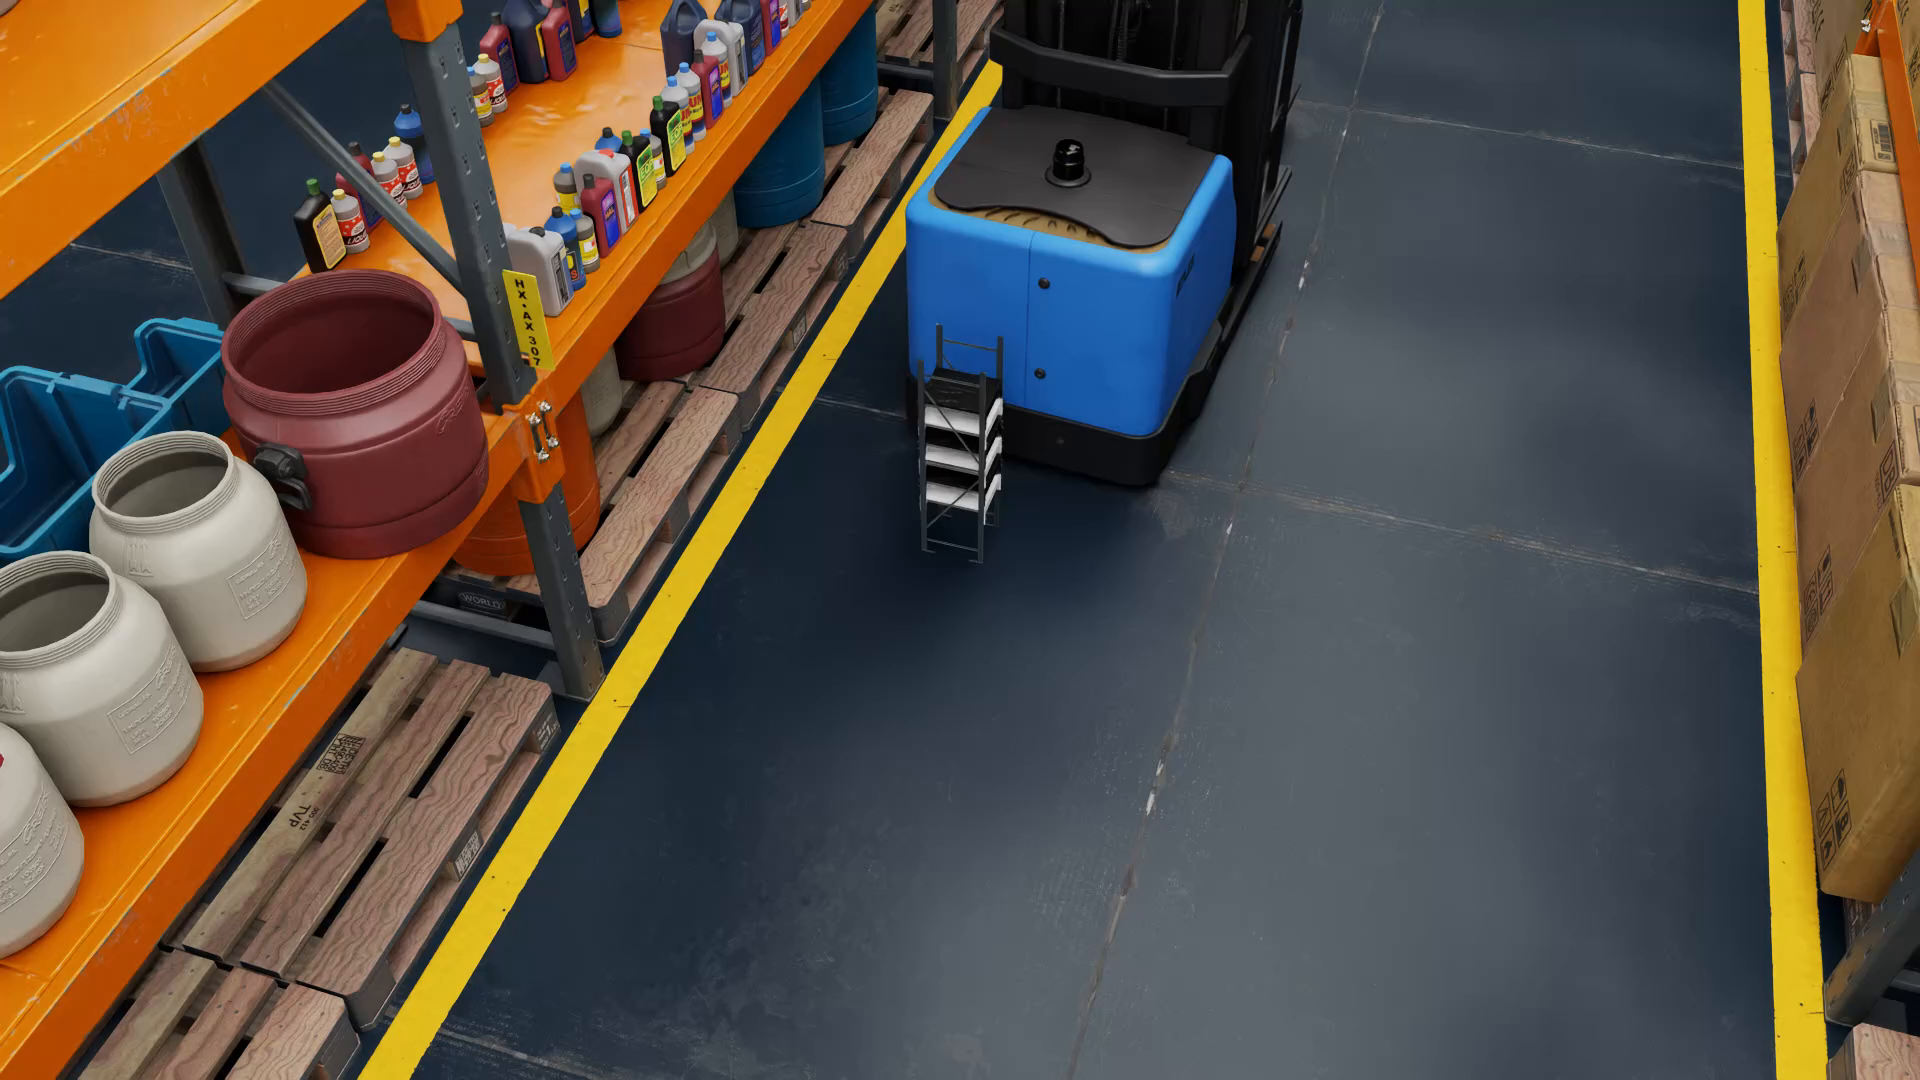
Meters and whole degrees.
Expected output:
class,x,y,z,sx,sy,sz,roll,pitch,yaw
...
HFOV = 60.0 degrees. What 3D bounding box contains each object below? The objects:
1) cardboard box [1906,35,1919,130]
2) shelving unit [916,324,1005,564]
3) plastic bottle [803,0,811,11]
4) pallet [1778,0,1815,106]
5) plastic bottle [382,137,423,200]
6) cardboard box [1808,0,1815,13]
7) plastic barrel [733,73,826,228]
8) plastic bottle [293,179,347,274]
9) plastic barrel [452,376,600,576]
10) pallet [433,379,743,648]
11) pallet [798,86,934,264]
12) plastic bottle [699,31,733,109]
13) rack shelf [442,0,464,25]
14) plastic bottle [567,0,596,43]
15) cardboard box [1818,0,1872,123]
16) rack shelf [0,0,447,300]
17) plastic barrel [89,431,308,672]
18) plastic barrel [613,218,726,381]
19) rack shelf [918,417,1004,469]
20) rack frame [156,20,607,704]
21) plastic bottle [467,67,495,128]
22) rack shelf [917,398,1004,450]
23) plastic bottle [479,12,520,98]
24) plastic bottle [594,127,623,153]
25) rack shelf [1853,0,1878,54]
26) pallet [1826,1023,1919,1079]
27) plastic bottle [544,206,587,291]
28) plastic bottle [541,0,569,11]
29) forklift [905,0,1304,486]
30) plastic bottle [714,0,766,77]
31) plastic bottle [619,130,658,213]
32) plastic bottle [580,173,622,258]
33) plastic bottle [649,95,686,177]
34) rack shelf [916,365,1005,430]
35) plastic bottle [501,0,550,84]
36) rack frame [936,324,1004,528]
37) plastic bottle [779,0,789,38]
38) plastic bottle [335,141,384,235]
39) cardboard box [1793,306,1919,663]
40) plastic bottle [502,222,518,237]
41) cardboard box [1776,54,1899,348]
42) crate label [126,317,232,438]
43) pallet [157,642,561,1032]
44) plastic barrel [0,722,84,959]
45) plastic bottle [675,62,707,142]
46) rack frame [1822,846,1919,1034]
class,x,y,z,sx,sy,sz,roll,pitch,yaw
cardboard box,3.683,-1.722,5.794,0.500,0.500,0.500,13,46,13
shelving unit,0.002,-0.327,5.941,0.258,0.900,0.210,13,46,12
plastic bottle,-0.633,-2.170,6.465,0.097,0.201,0.097,0,44,0
pallet,4.885,-2.585,8.741,1.003,0.211,1.213,13,46,12
plastic bottle,-1.852,-1.239,5.514,0.097,0.201,0.097,0,44,0
cardboard box,5.030,-3.282,8.679,0.875,0.875,0.875,13,46,13
plastic barrel,-0.904,-1.894,7.241,0.600,0.901,0.708,13,46,13
plastic bottle,-2.004,-0.977,5.187,0.061,0.283,0.133,13,46,13
plastic barrel,-1.588,-0.363,5.727,0.600,0.830,0.708,13,46,13
pallet,-1.521,-0.196,6.299,1.003,0.211,1.213,13,46,13
pallet,-0.782,-1.823,7.962,1.003,0.211,1.213,13,46,13
plastic bottle,-0.870,-1.674,5.908,0.097,0.271,0.097,0,44,0
rack shelf,-1.114,-2.807,5.343,1.077,0.370,4.000,13,46,13
plastic bottle,-1.473,-2.072,6.258,0.144,0.351,0.185,13,46,13
cardboard box,4.488,-2.089,7.459,0.875,0.875,0.875,13,46,13
rack shelf,-2.325,-0.140,2.618,1.077,0.370,4.000,13,46,13
plastic barrel,-1.828,0.033,3.992,0.421,0.512,0.421,0,44,0
plastic barrel,-1.246,-1.029,6.581,0.600,0.588,0.708,13,46,13
rack shelf,0.002,-0.368,5.901,0.258,0.077,0.200,13,46,12
rack frame,-1.720,-0.658,4.778,1.000,3.000,0.127,13,46,13
plastic bottle,-1.705,-1.564,5.845,0.097,0.201,0.097,0,44,0
rack shelf,0.002,-0.432,5.838,0.258,0.077,0.200,13,46,12
plastic bottle,-1.658,-1.739,5.965,0.061,0.283,0.133,13,46,13
plastic bottle,-1.137,-1.225,5.449,0.097,0.271,0.097,0,44,0
rack shelf,4.818,-3.352,8.045,1.077,0.370,4.000,13,46,13
pallet,2.763,1.908,4.149,1.003,0.211,1.213,13,46,13
plastic bottle,-1.219,-0.904,5.121,0.097,0.271,0.097,0,44,0
plastic bottle,-1.503,-1.938,6.169,0.061,0.283,0.133,13,46,13
forklift,0.811,-2.298,6.503,1.130,2.935,3.031,16,47,16
plastic bottle,-0.808,-1.891,6.073,0.144,0.351,0.185,13,46,13
plastic bottle,-1.056,-1.225,5.440,0.061,0.283,0.133,13,46,13
plastic bottle,-1.137,-1.046,5.258,0.061,0.283,0.133,13,46,13
plastic bottle,-0.986,-1.379,5.597,0.061,0.283,0.133,13,46,13
rack shelf,0.002,-0.496,5.775,0.258,0.077,0.200,13,46,12
plastic bottle,-1.570,-1.860,6.041,0.144,0.351,0.185,13,46,13
rack frame,0.033,-0.395,6.010,0.240,0.900,0.006,13,46,12
plastic bottle,-0.703,-2.015,6.307,0.097,0.201,0.097,0,44,0
plastic bottle,-1.934,-1.131,5.344,0.061,0.283,0.133,13,46,13
cardboard box,3.507,-0.048,5.373,1.225,0.875,0.875,13,46,13
plastic bottle,-1.425,-0.866,5.079,0.152,0.276,0.135,13,46,13
cardboard box,4.037,-1.235,6.587,1.225,0.875,0.875,13,46,13
crate label,-2.204,-0.397,4.631,0.303,0.233,0.416,13,46,13
pallet,-1.991,0.846,5.234,1.003,0.211,1.213,13,46,13
plastic barrel,-2.079,0.591,3.405,0.433,0.535,0.433,0,44,0
plastic bottle,-0.939,-1.520,5.751,0.097,0.271,0.097,0,44,0
rack frame,3.001,0.391,3.706,1.000,3.000,0.127,13,46,13
